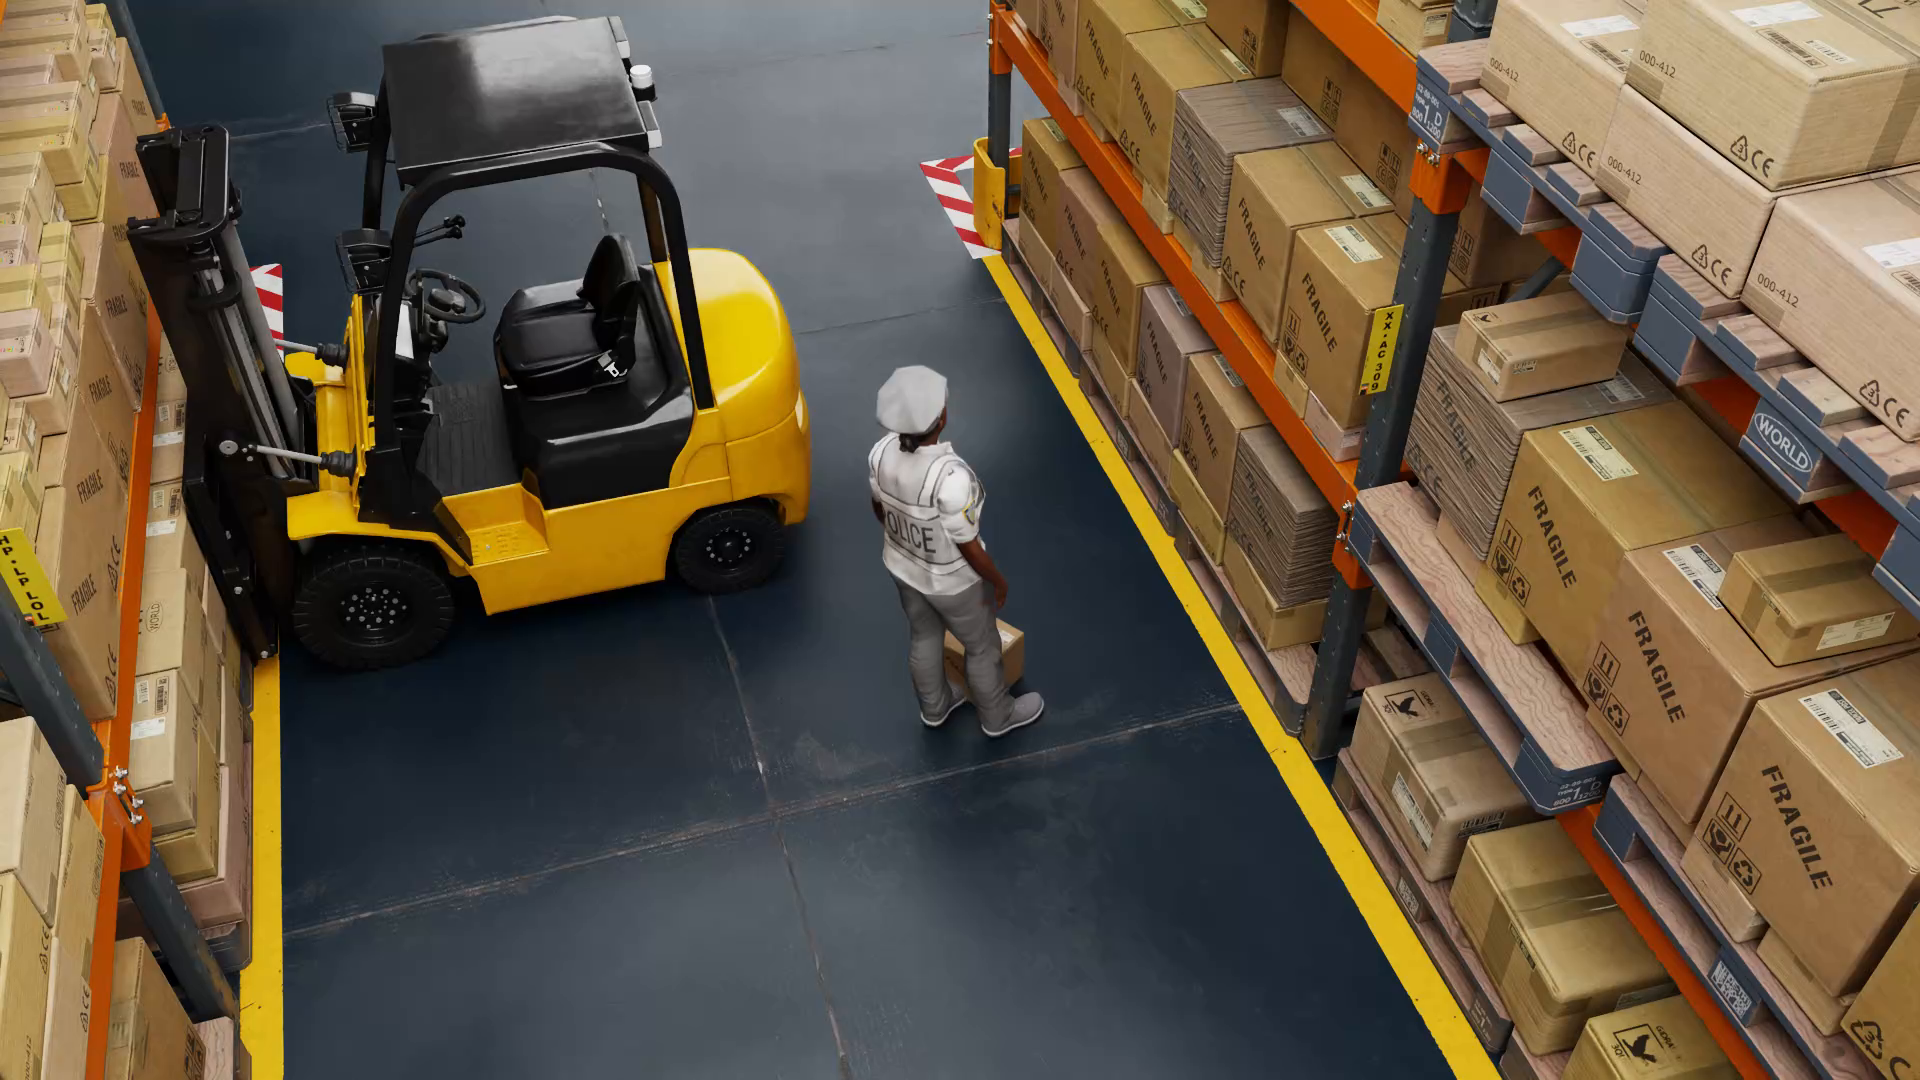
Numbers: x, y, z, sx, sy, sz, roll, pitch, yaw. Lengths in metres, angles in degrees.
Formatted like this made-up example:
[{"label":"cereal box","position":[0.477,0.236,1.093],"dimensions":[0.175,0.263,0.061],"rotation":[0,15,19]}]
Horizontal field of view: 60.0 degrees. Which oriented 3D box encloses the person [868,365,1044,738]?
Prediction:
[{"label":"person","position":[-0.025,0.056,6.061],"dimensions":[0.569,1.695,0.529],"rotation":[30,50,28]}]
